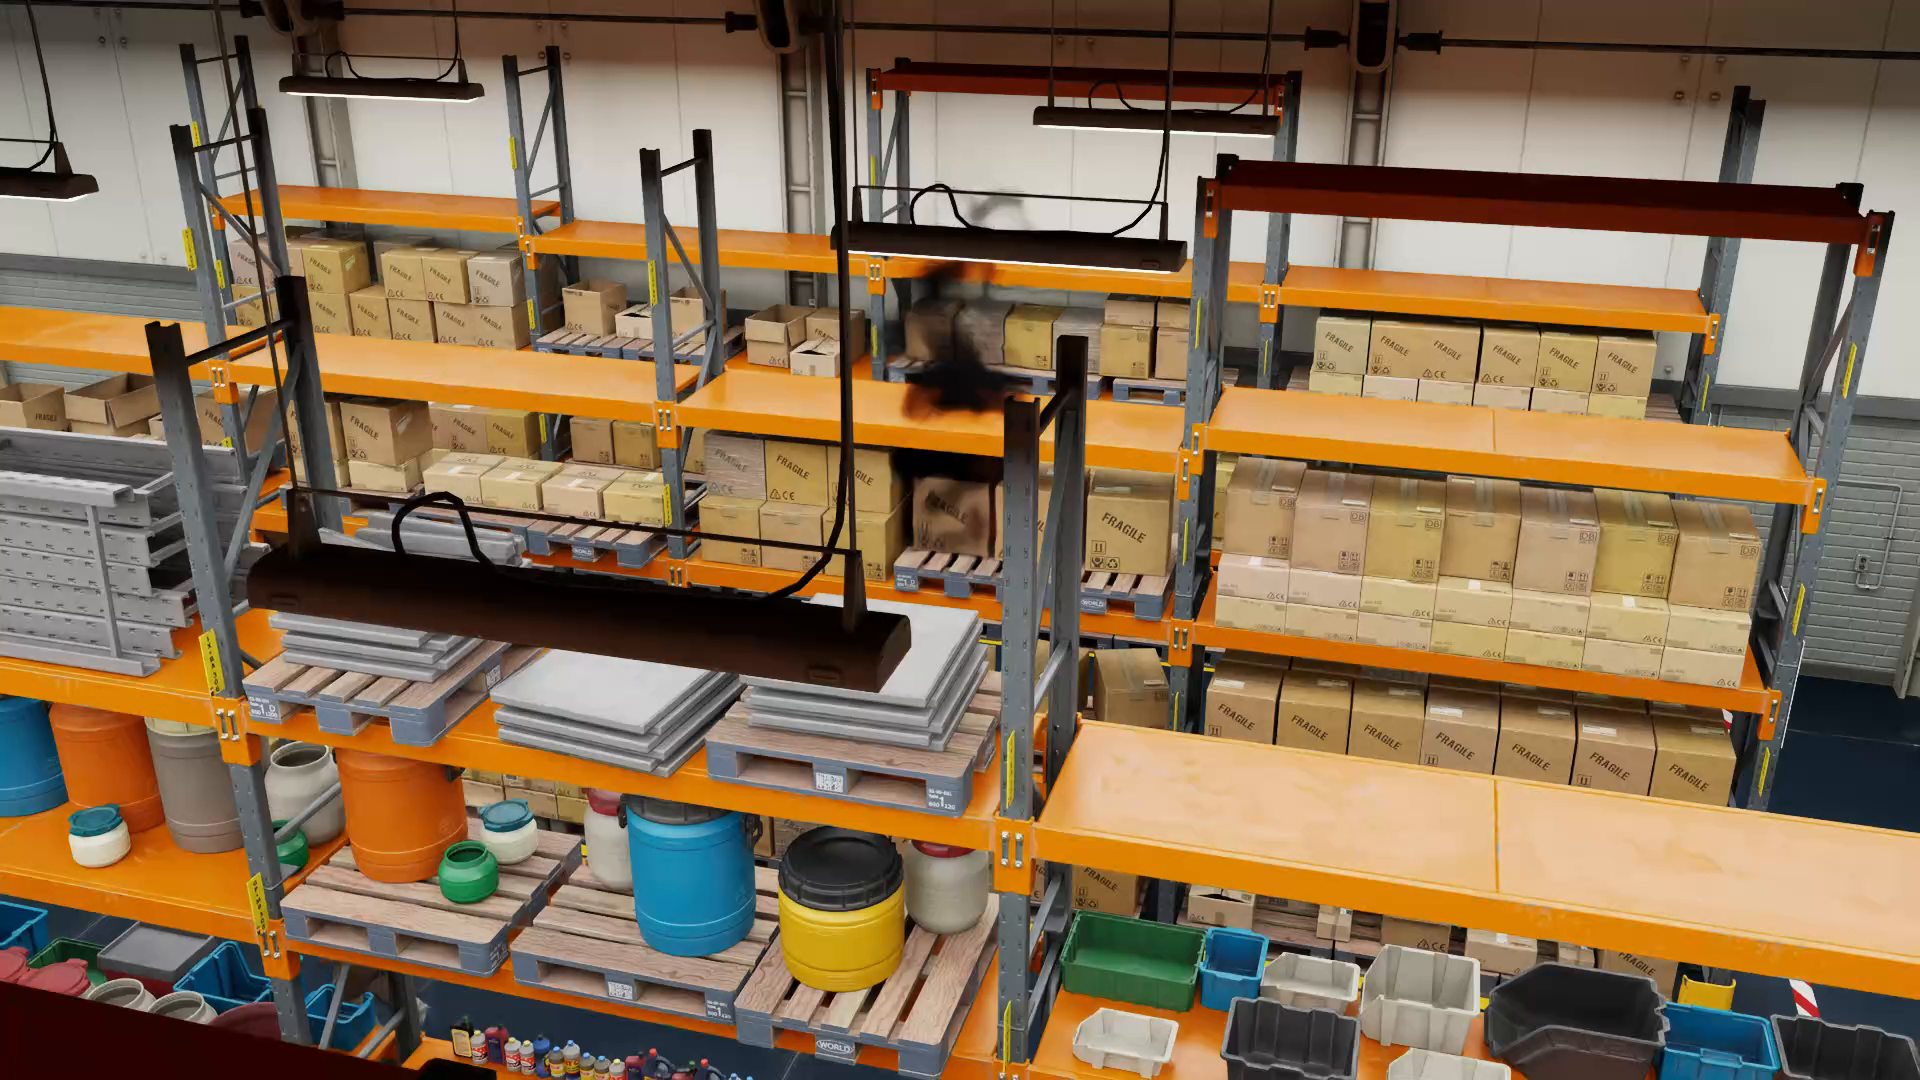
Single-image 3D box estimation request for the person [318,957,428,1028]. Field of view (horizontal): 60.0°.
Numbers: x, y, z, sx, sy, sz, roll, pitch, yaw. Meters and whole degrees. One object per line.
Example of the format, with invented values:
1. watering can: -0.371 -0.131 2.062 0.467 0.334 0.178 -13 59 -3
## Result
1. person: -4.151 2.880 11.646 0.663 1.684 0.659 5 23 13
